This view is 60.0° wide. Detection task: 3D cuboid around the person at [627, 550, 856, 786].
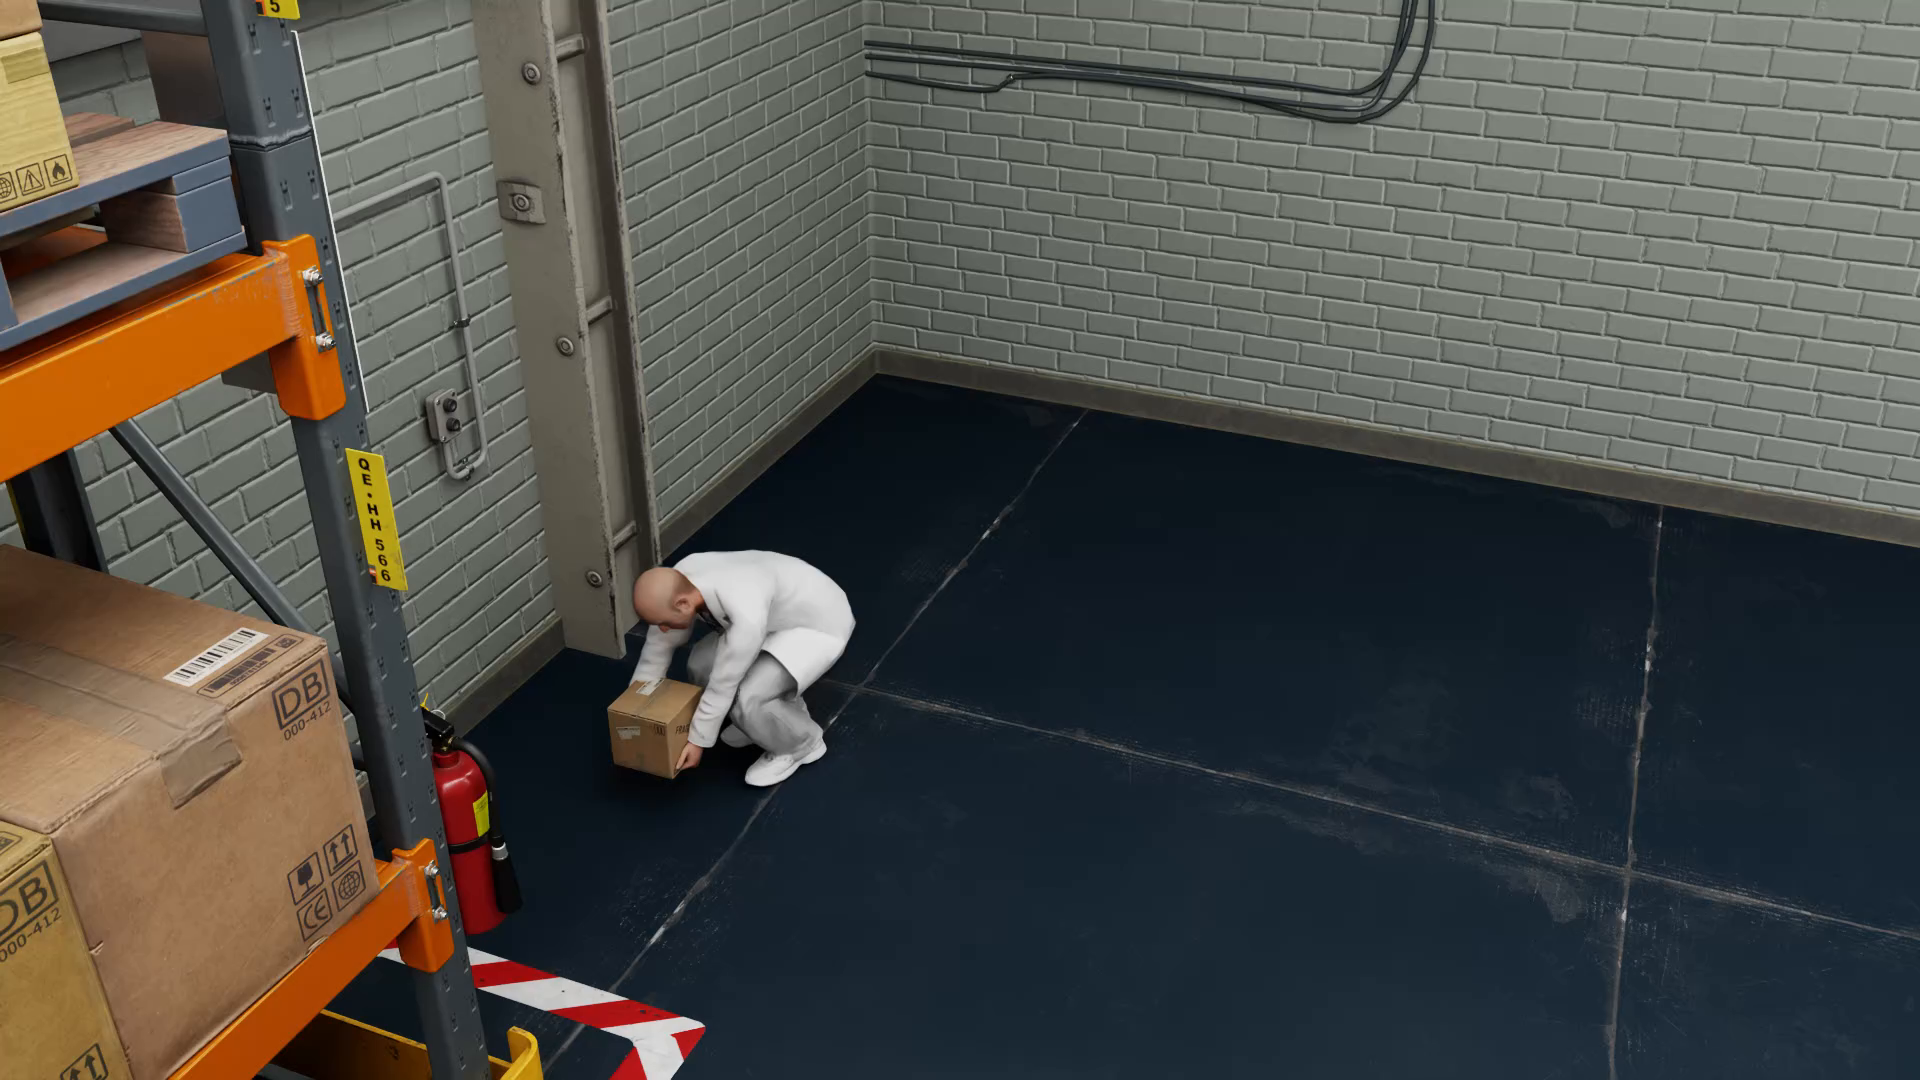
[{"bbox_3d":[-0.843,0.444,6.180,0.982,0.971,0.563,-20,35,-31],"label":"person"}]
